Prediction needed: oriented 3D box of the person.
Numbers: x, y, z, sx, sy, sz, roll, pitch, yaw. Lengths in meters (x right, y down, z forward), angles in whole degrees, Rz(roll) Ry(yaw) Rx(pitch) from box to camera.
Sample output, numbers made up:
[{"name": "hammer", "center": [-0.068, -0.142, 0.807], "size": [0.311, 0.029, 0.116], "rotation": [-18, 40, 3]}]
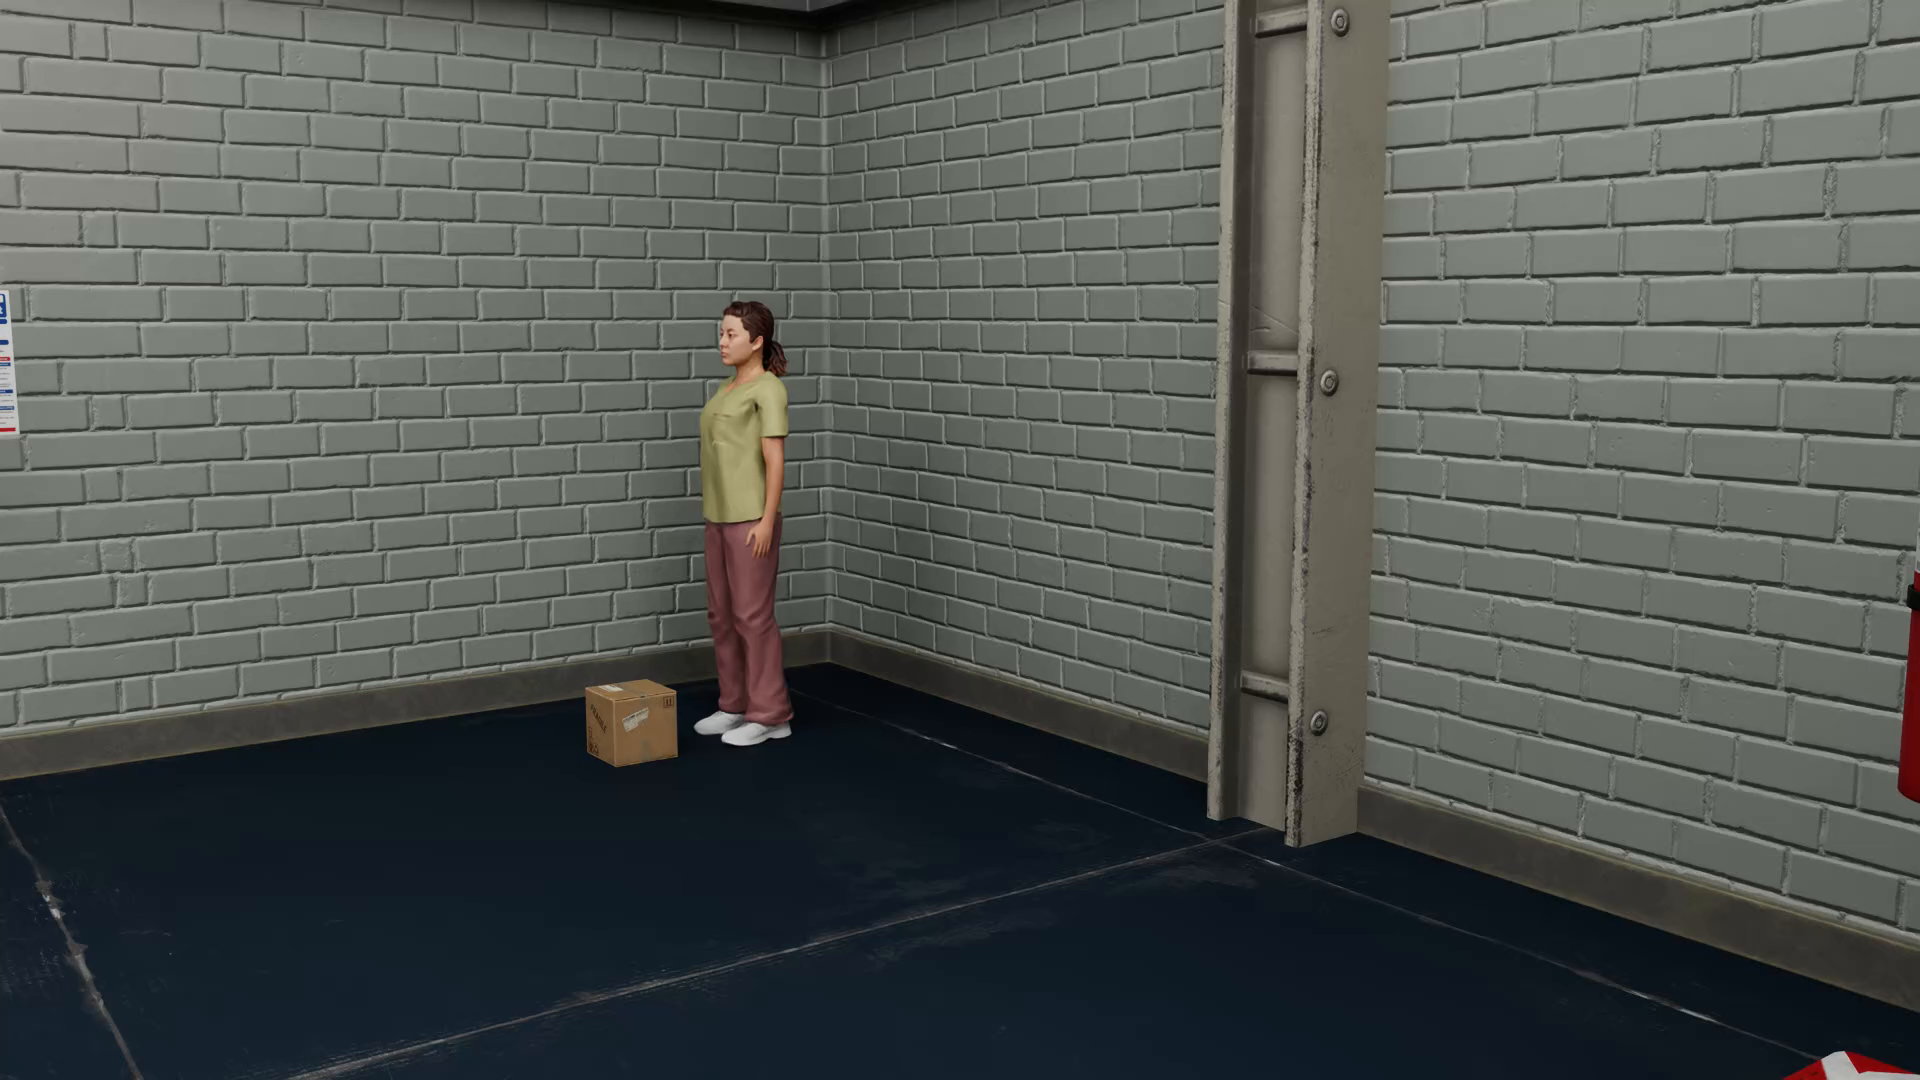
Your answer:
[{"name": "person", "center": [-0.808, -0.064, 6.325], "size": [0.355, 1.671, 0.440], "rotation": [-5, 10, -35]}]
